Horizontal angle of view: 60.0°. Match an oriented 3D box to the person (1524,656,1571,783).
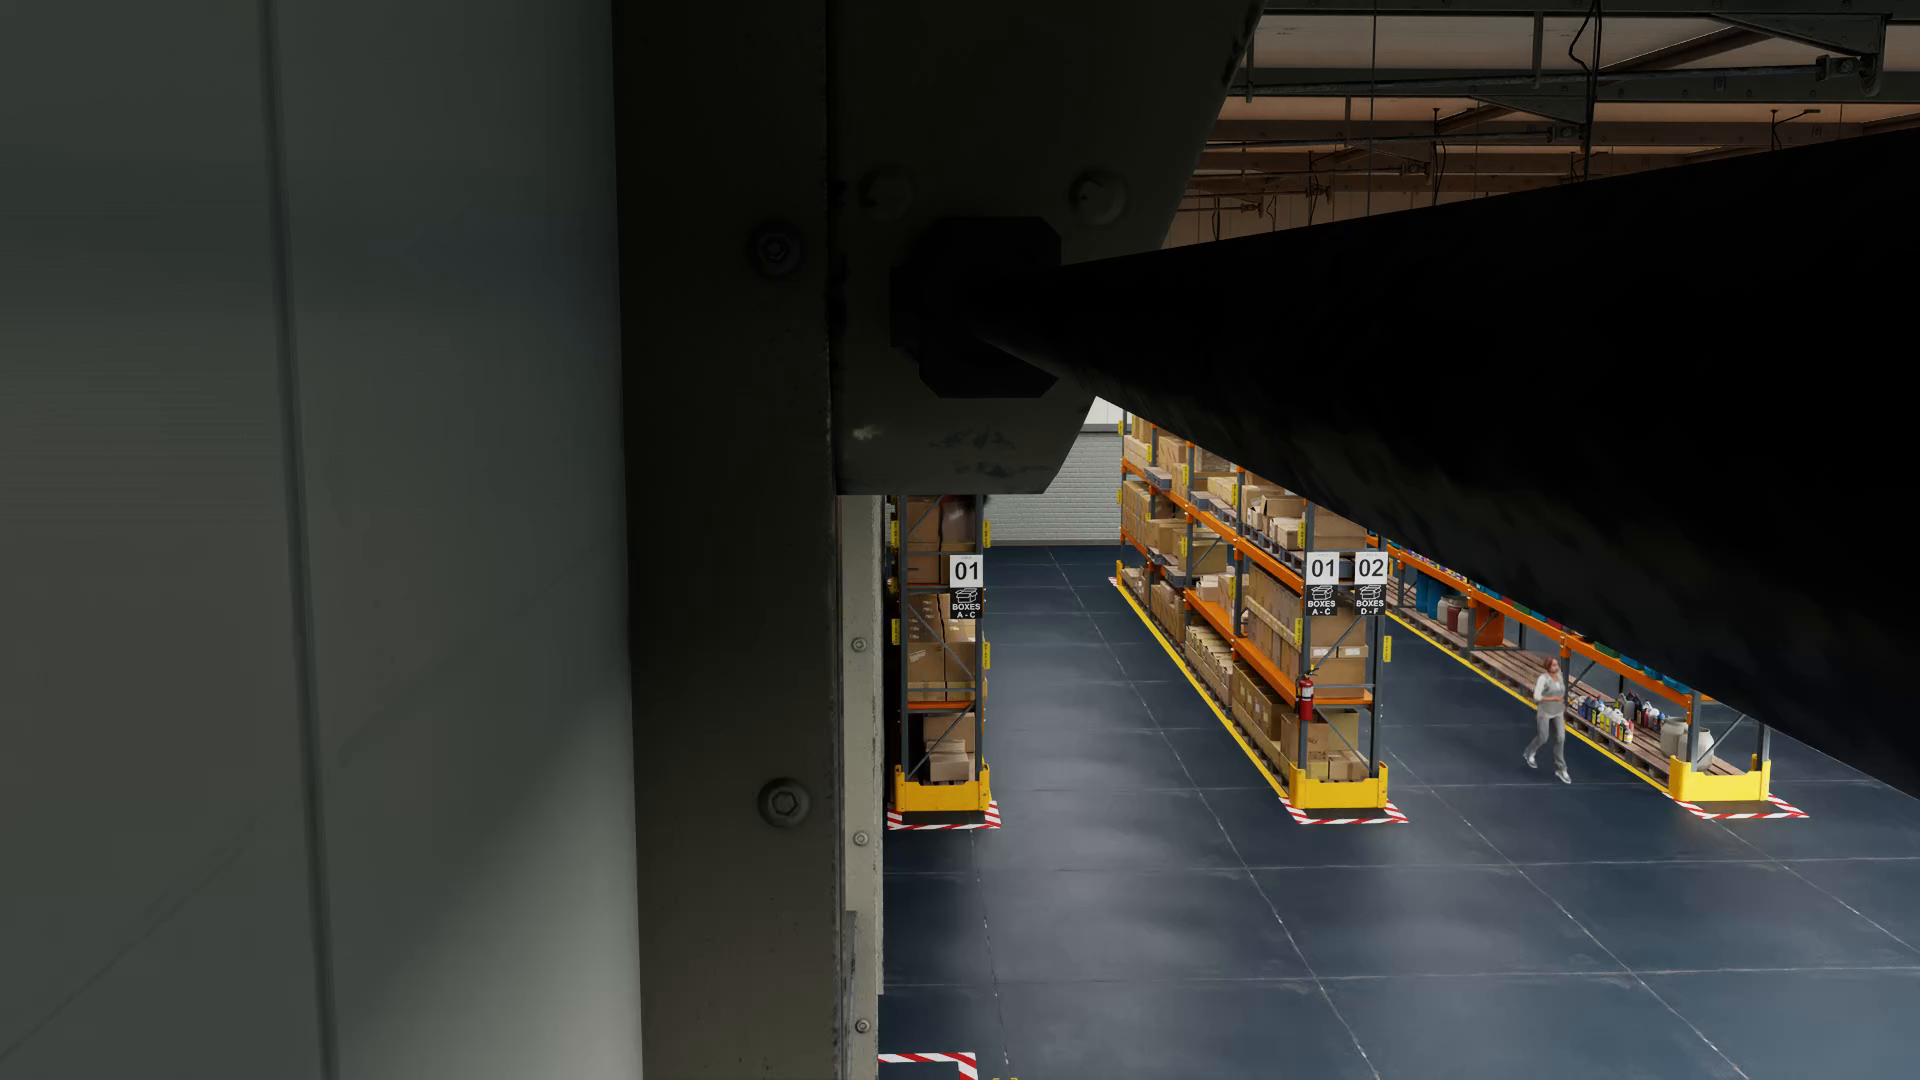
[{"bbox_3d":[7.735,2.310,21.832,0.531,1.607,0.838,-3,9,-17],"label":"person"}]
